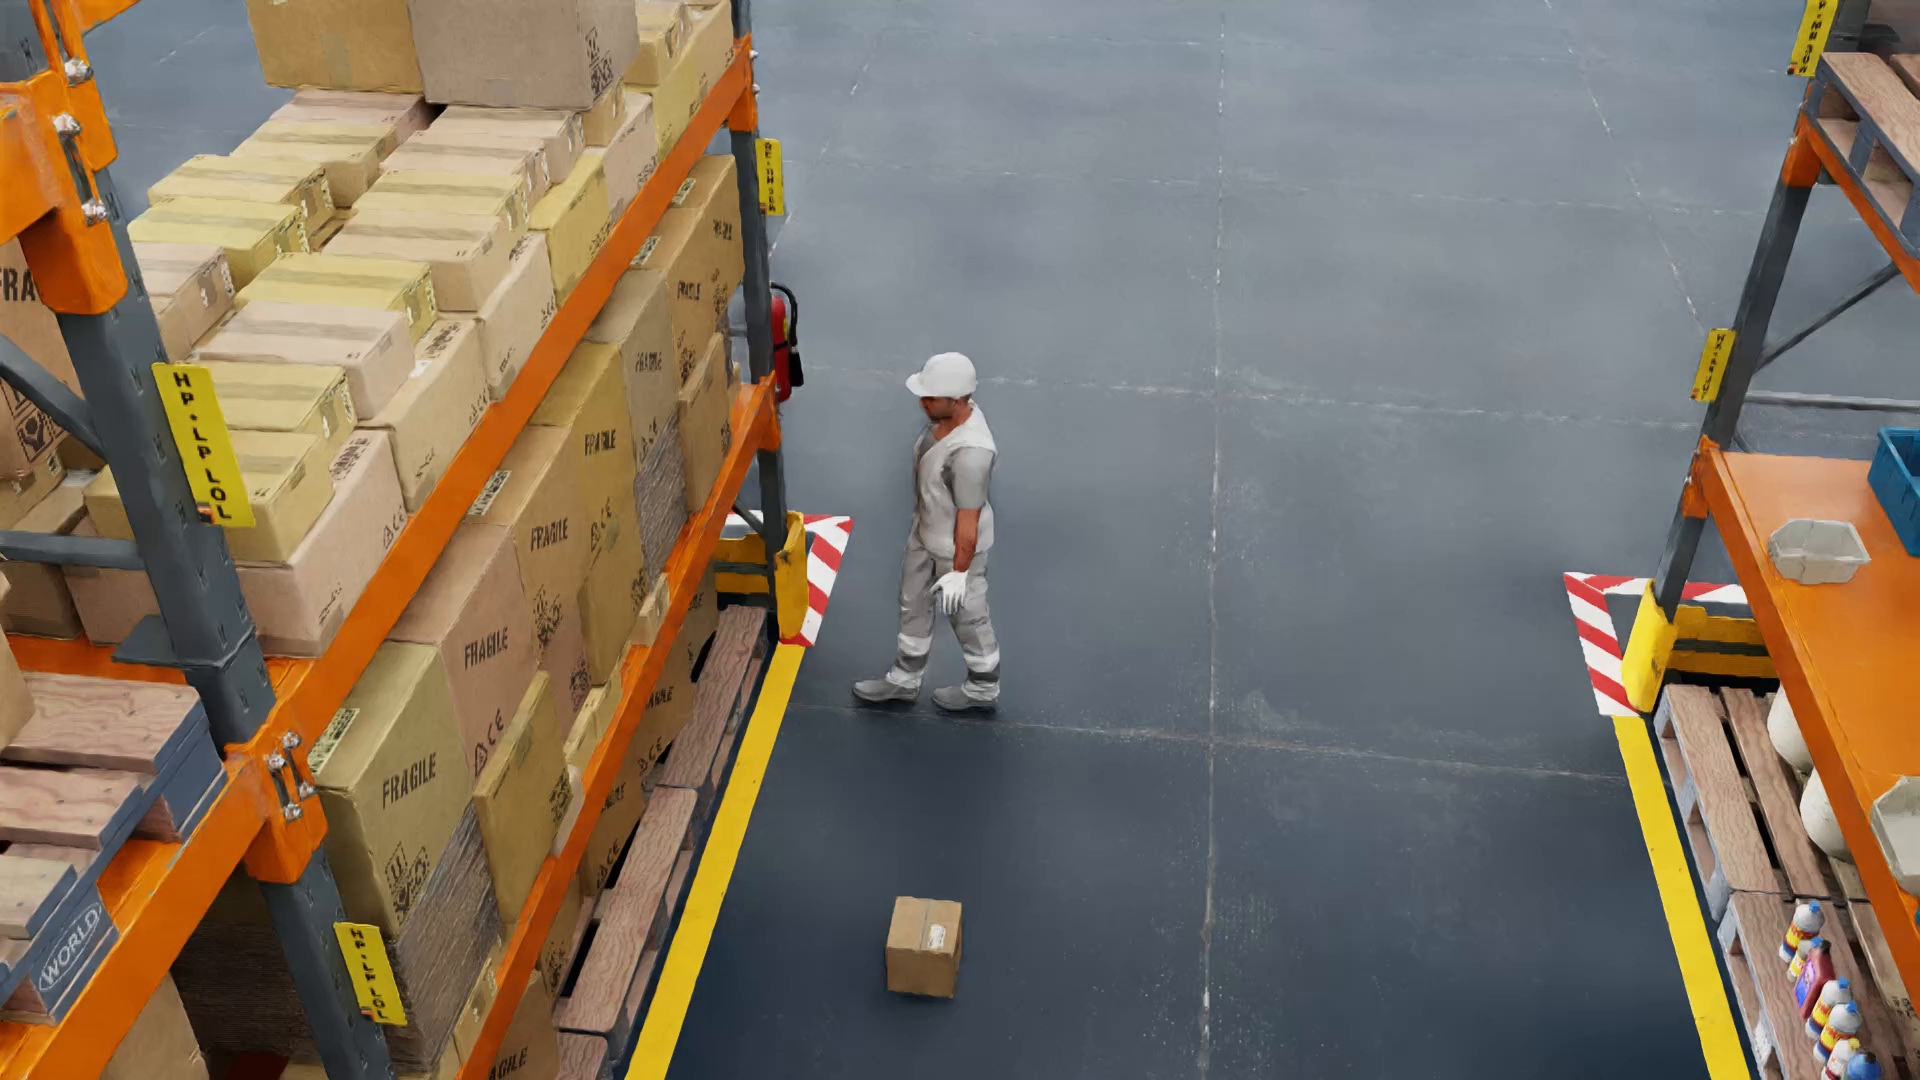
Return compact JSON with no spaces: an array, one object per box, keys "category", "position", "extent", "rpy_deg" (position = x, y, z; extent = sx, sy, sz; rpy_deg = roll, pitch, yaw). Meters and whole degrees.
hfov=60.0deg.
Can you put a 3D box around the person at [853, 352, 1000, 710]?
[{"category":"person","position":[-0.143,0.016,6.982],"extent":[0.615,1.786,0.664],"rpy_deg":[-12,38,-17]}]
